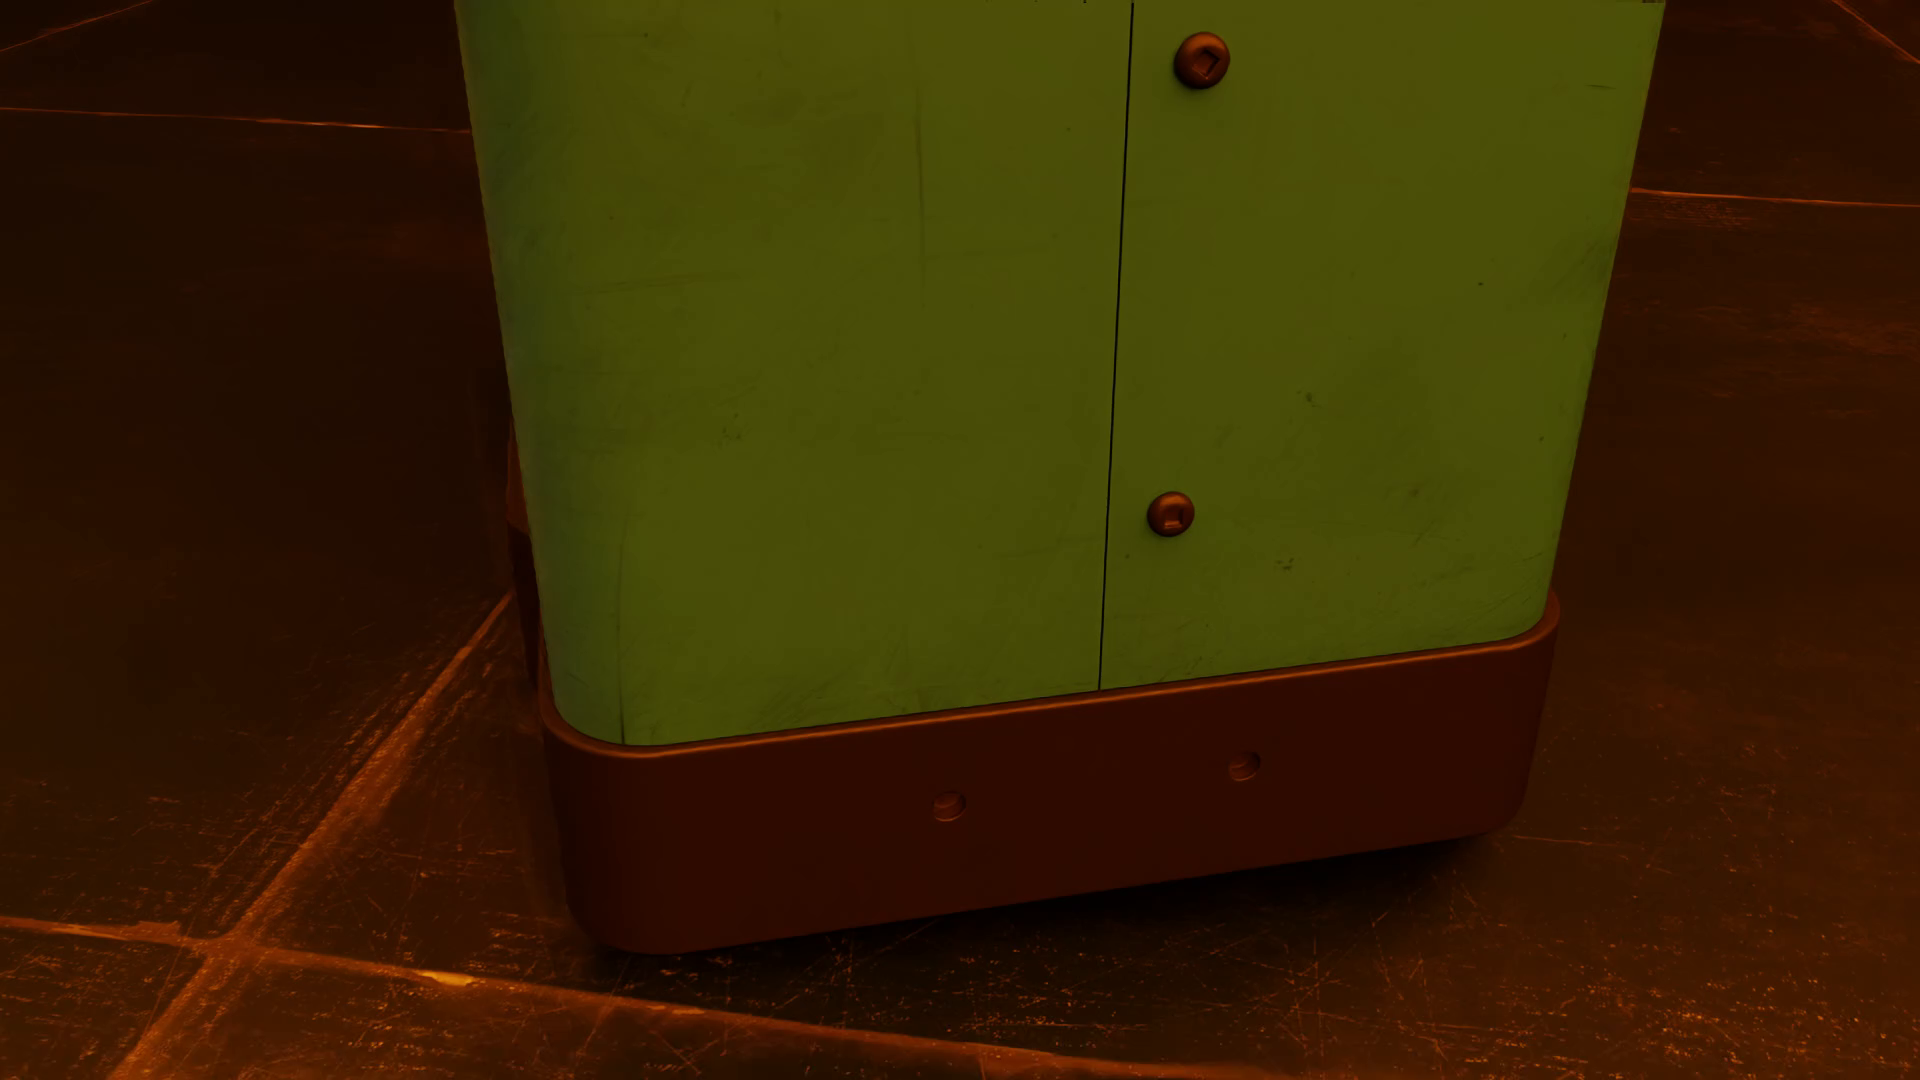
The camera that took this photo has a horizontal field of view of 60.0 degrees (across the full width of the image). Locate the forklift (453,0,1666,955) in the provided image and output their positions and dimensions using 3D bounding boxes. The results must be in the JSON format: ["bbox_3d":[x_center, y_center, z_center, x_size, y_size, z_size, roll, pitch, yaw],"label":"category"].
[{"bbox_3d":[-0.186,-1.575,2.319,1.130,2.935,3.031,-6,30,-11],"label":"forklift"}]
